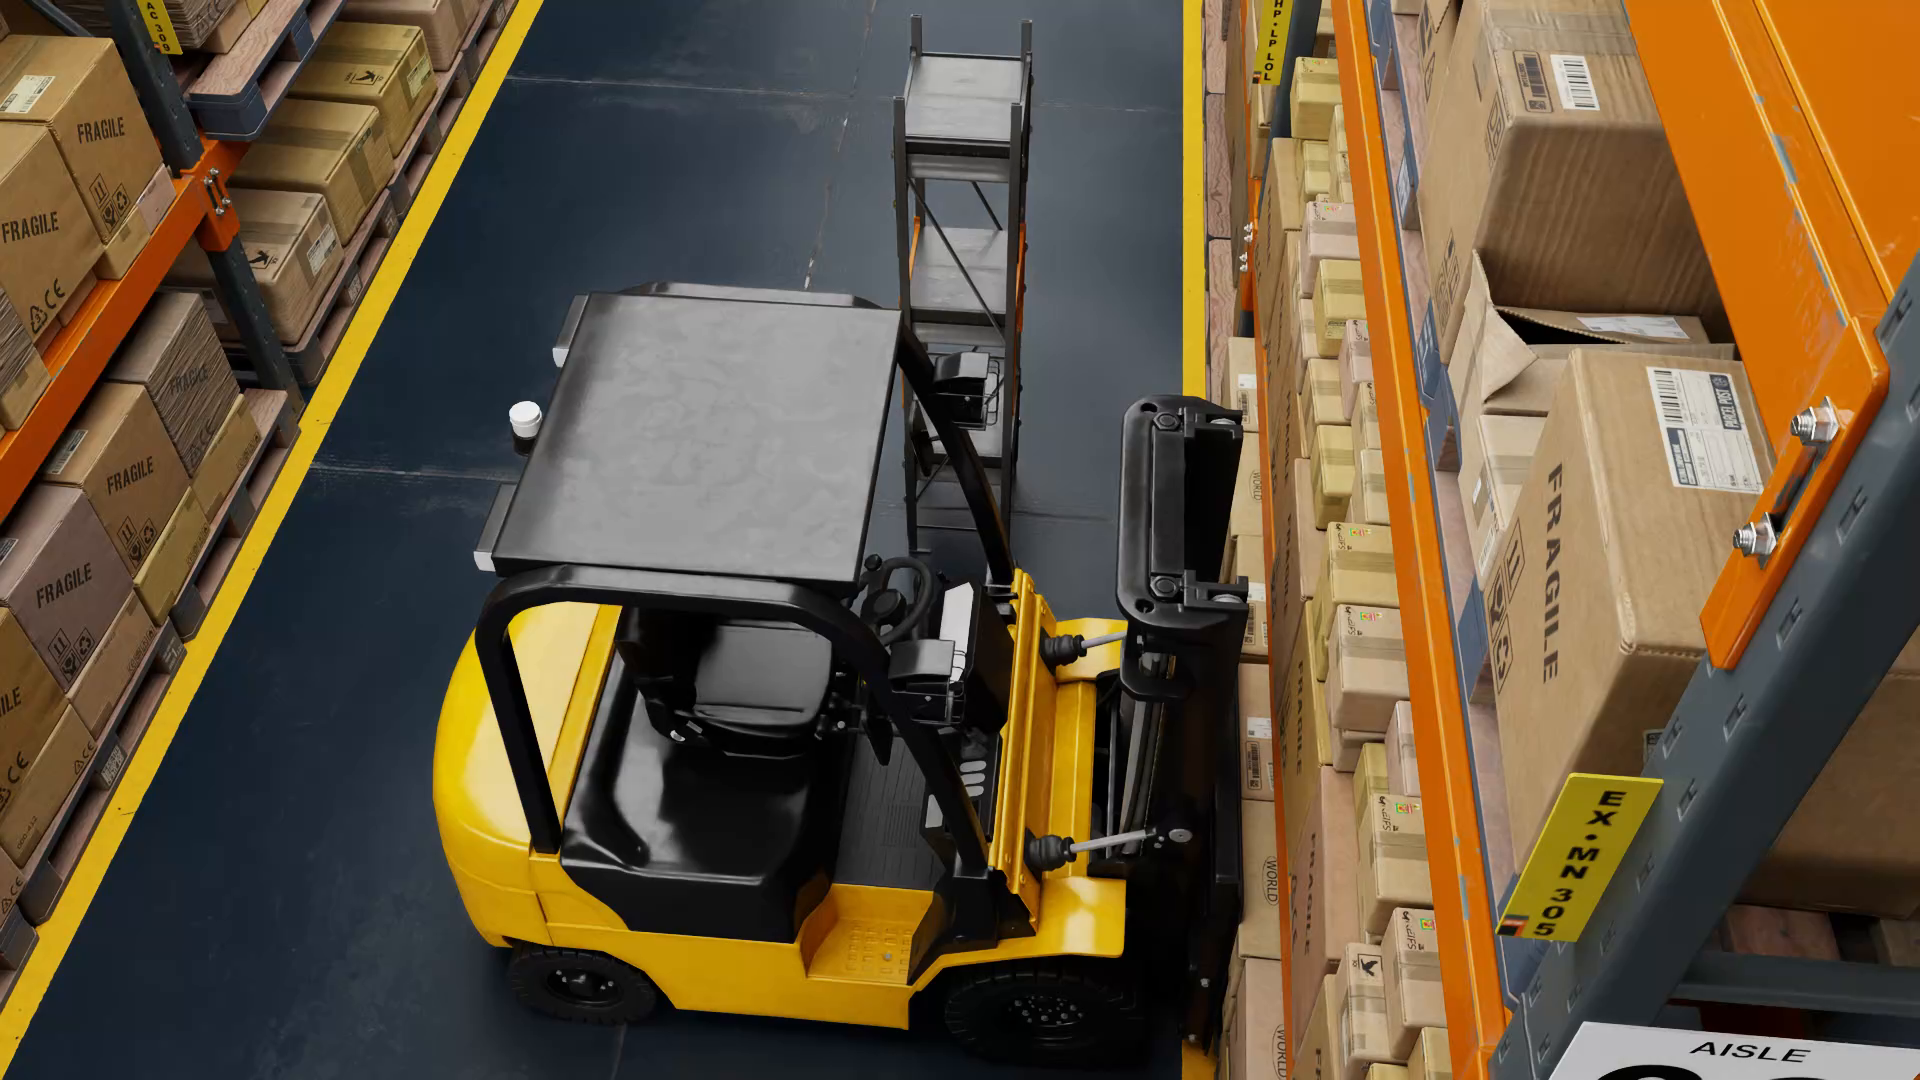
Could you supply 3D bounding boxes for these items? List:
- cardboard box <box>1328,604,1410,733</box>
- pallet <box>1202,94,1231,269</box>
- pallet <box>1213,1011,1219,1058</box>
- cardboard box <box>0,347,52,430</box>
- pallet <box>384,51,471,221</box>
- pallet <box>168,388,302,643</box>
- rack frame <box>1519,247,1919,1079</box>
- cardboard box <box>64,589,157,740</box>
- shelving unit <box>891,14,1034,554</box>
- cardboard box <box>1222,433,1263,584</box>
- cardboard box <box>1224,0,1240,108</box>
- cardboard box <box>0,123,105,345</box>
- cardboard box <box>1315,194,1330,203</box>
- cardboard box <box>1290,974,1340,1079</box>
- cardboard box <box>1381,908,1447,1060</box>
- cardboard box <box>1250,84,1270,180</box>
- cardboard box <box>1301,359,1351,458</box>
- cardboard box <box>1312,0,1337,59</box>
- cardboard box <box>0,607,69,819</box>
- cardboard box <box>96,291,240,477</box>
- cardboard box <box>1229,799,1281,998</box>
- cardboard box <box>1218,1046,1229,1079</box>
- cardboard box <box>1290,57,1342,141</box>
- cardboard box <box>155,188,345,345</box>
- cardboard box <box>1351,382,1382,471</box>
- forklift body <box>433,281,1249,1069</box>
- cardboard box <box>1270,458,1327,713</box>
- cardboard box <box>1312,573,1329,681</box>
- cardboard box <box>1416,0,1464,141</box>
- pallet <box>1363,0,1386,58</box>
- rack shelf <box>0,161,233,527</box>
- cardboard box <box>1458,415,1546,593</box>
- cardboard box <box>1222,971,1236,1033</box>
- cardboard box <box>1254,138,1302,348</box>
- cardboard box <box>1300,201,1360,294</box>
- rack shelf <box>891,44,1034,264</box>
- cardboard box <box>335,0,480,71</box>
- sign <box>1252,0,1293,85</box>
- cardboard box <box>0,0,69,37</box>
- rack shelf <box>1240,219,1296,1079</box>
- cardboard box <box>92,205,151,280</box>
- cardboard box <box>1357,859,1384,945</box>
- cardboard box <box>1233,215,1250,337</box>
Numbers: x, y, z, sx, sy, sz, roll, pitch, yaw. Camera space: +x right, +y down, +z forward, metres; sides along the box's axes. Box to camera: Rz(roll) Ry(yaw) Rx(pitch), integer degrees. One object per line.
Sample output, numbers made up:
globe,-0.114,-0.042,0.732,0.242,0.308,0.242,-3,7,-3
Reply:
cardboard box,1.034,0.299,3.735,0.380,0.149,0.250,5,48,4
pallet,1.714,-1.758,8.214,1.003,0.211,1.213,4,48,4
pallet,1.354,1.166,5.540,1.003,0.211,1.213,4,48,4
cardboard box,-3.181,-0.498,5.343,0.380,0.149,0.250,3,48,3
pallet,-3.188,-2.117,8.543,1.003,0.211,1.213,4,48,4
pallet,-3.392,-0.150,6.744,1.003,0.211,1.213,4,48,4
rack frame,1.213,-0.341,0.964,1.000,3.000,0.127,4,48,4
cardboard box,-3.242,0.417,5.914,0.500,0.250,0.500,5,48,4
shelving unit,0.015,-0.830,6.086,0.431,2.100,0.503,4,48,4
cardboard box,1.164,-0.097,5.707,0.500,0.250,0.500,4,48,4
cardboard box,1.819,-2.597,8.417,0.875,0.625,0.625,5,48,5
cardboard box,-3.199,-0.999,5.361,0.500,0.500,0.500,5,48,5
cardboard box,1.268,-0.908,5.040,0.380,0.149,0.250,4,48,3
cardboard box,0.996,1.271,3.487,0.500,0.500,0.500,3,48,3
cardboard box,1.027,0.870,3.213,0.380,0.149,0.250,4,48,4
cardboard box,1.362,-1.593,6.276,0.500,0.250,0.500,5,48,4
cardboard box,1.141,-0.353,4.533,0.380,0.149,0.250,2,48,2
cardboard box,1.387,-1.774,5.833,0.380,0.149,0.250,5,48,5
cardboard box,-3.283,0.542,5.292,0.500,0.500,0.500,5,48,4
cardboard box,-3.153,-0.601,6.337,0.500,0.500,0.500,3,48,3
cardboard box,1.021,1.026,4.680,0.500,0.250,0.500,4,48,4
cardboard box,0.995,1.739,4.706,0.500,0.250,0.500,4,48,4
cardboard box,1.253,-1.394,5.284,0.380,0.149,0.250,5,48,4
cardboard box,-3.321,-1.227,7.336,0.950,0.372,0.625,4,48,4
cardboard box,1.209,-0.258,4.244,0.380,0.149,0.250,4,48,4
forklift body,-0.431,0.454,4.877,2.313,2.155,1.214,4,48,4
cardboard box,1.134,0.143,4.518,0.500,0.500,0.500,4,48,4
cardboard box,1.058,0.213,4.015,0.380,0.149,0.250,4,48,4
cardboard box,1.295,-1.054,3.226,0.797,0.503,0.637,5,48,5
pallet,1.525,-1.610,4.217,1.003,0.211,1.213,4,48,4
rack shelf,-3.549,0.126,5.090,1.077,0.370,4.000,4,48,4
cardboard box,0.986,-0.049,2.547,0.380,0.149,0.250,3,48,2
cardboard box,1.028,1.174,4.884,0.500,0.250,0.500,3,48,3
cardboard box,1.277,-0.981,5.547,0.500,0.500,0.500,3,48,2
cardboard box,1.179,-0.826,4.764,0.380,0.149,0.250,5,48,4
rack shelf,0.015,-1.294,5.580,0.431,0.518,0.480,4,48,4
cardboard box,-3.122,-2.824,8.796,0.950,0.372,0.625,3,48,3
sign,1.036,-1.649,5.494,0.100,0.325,0.005,4,48,4
cardboard box,-3.553,-2.217,6.191,0.500,0.500,0.500,3,48,3
rack shelf,1.395,0.457,4.787,1.077,0.370,4.000,4,48,4
cardboard box,-3.108,-1.061,5.858,0.380,0.149,0.250,5,48,4
cardboard box,1.043,0.781,3.495,0.380,0.149,0.250,5,48,4
cardboard box,1.613,-0.980,6.938,0.875,0.625,0.625,6,48,5
